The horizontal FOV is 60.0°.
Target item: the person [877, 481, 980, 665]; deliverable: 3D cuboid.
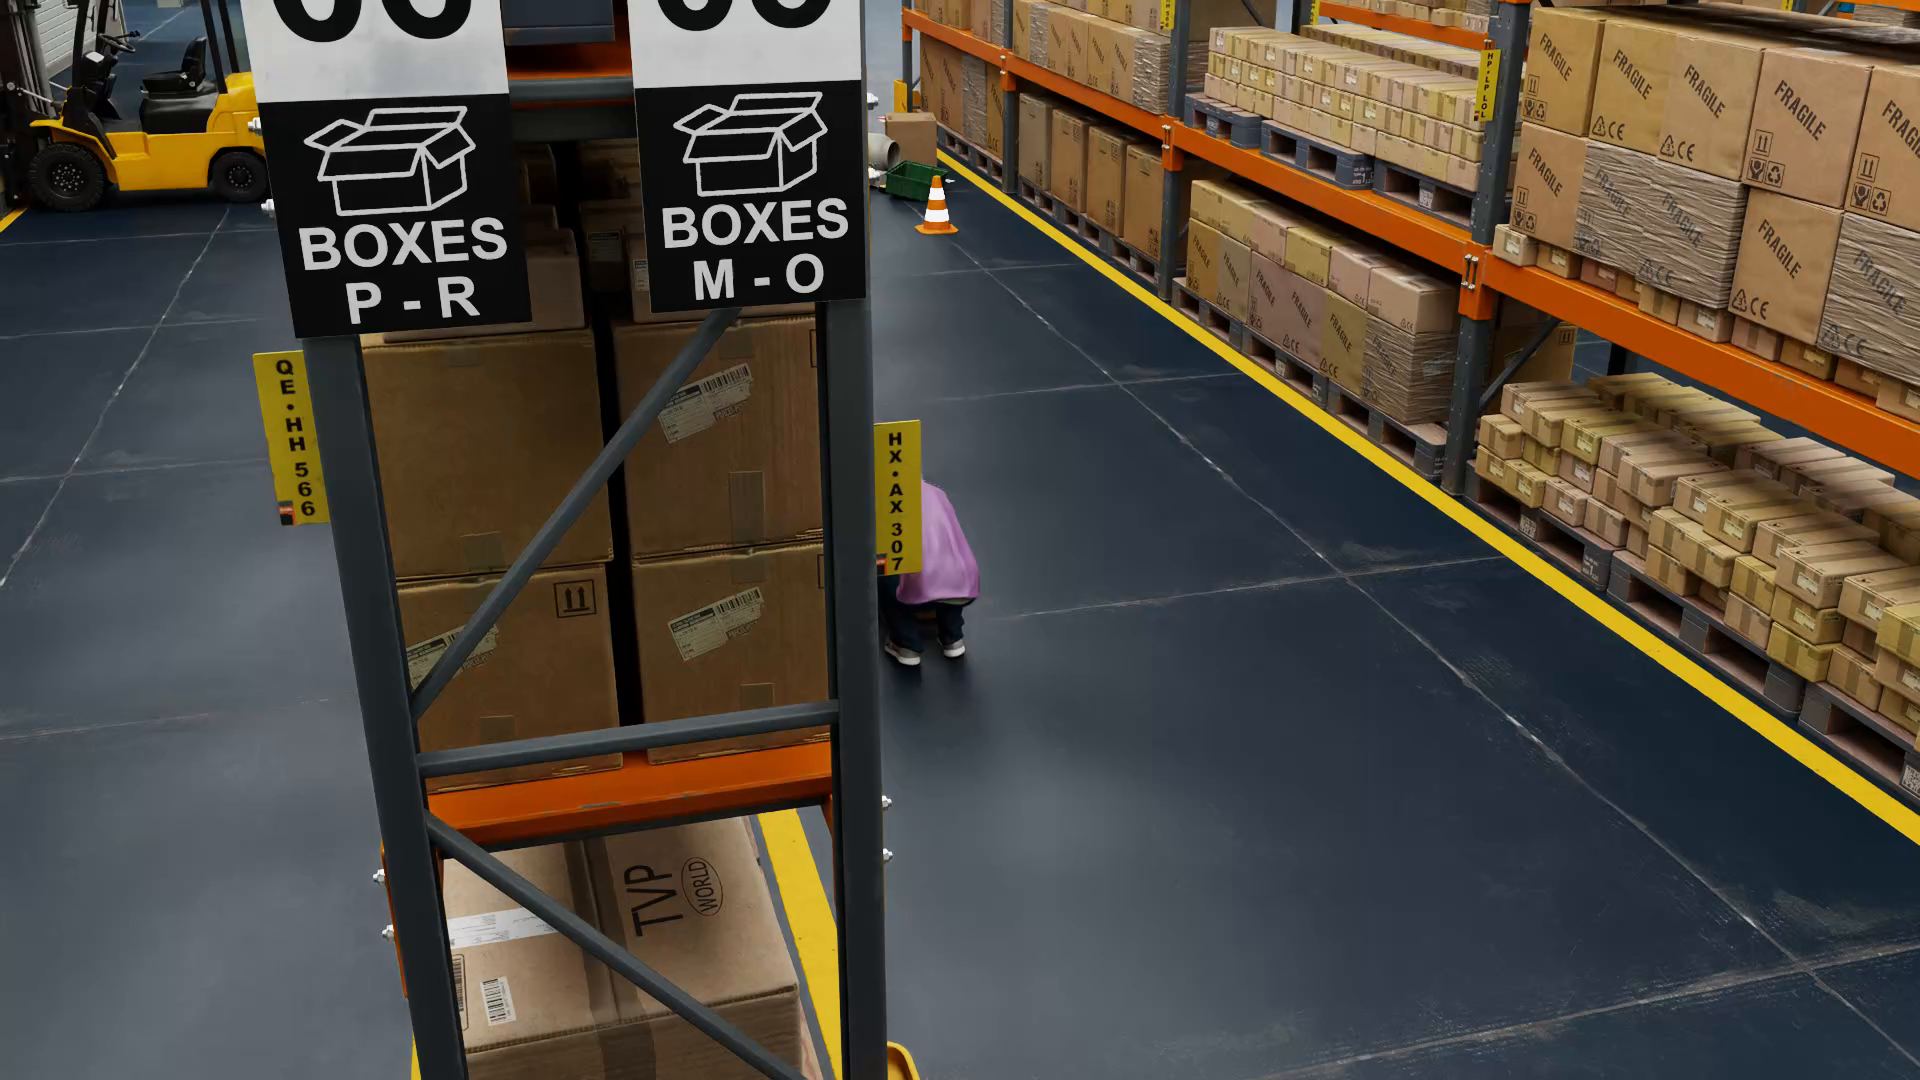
[{"bbox_3d":[-0.177,0.105,6.997,0.433,0.769,0.811,-6,24,-14],"label":"person"}]
